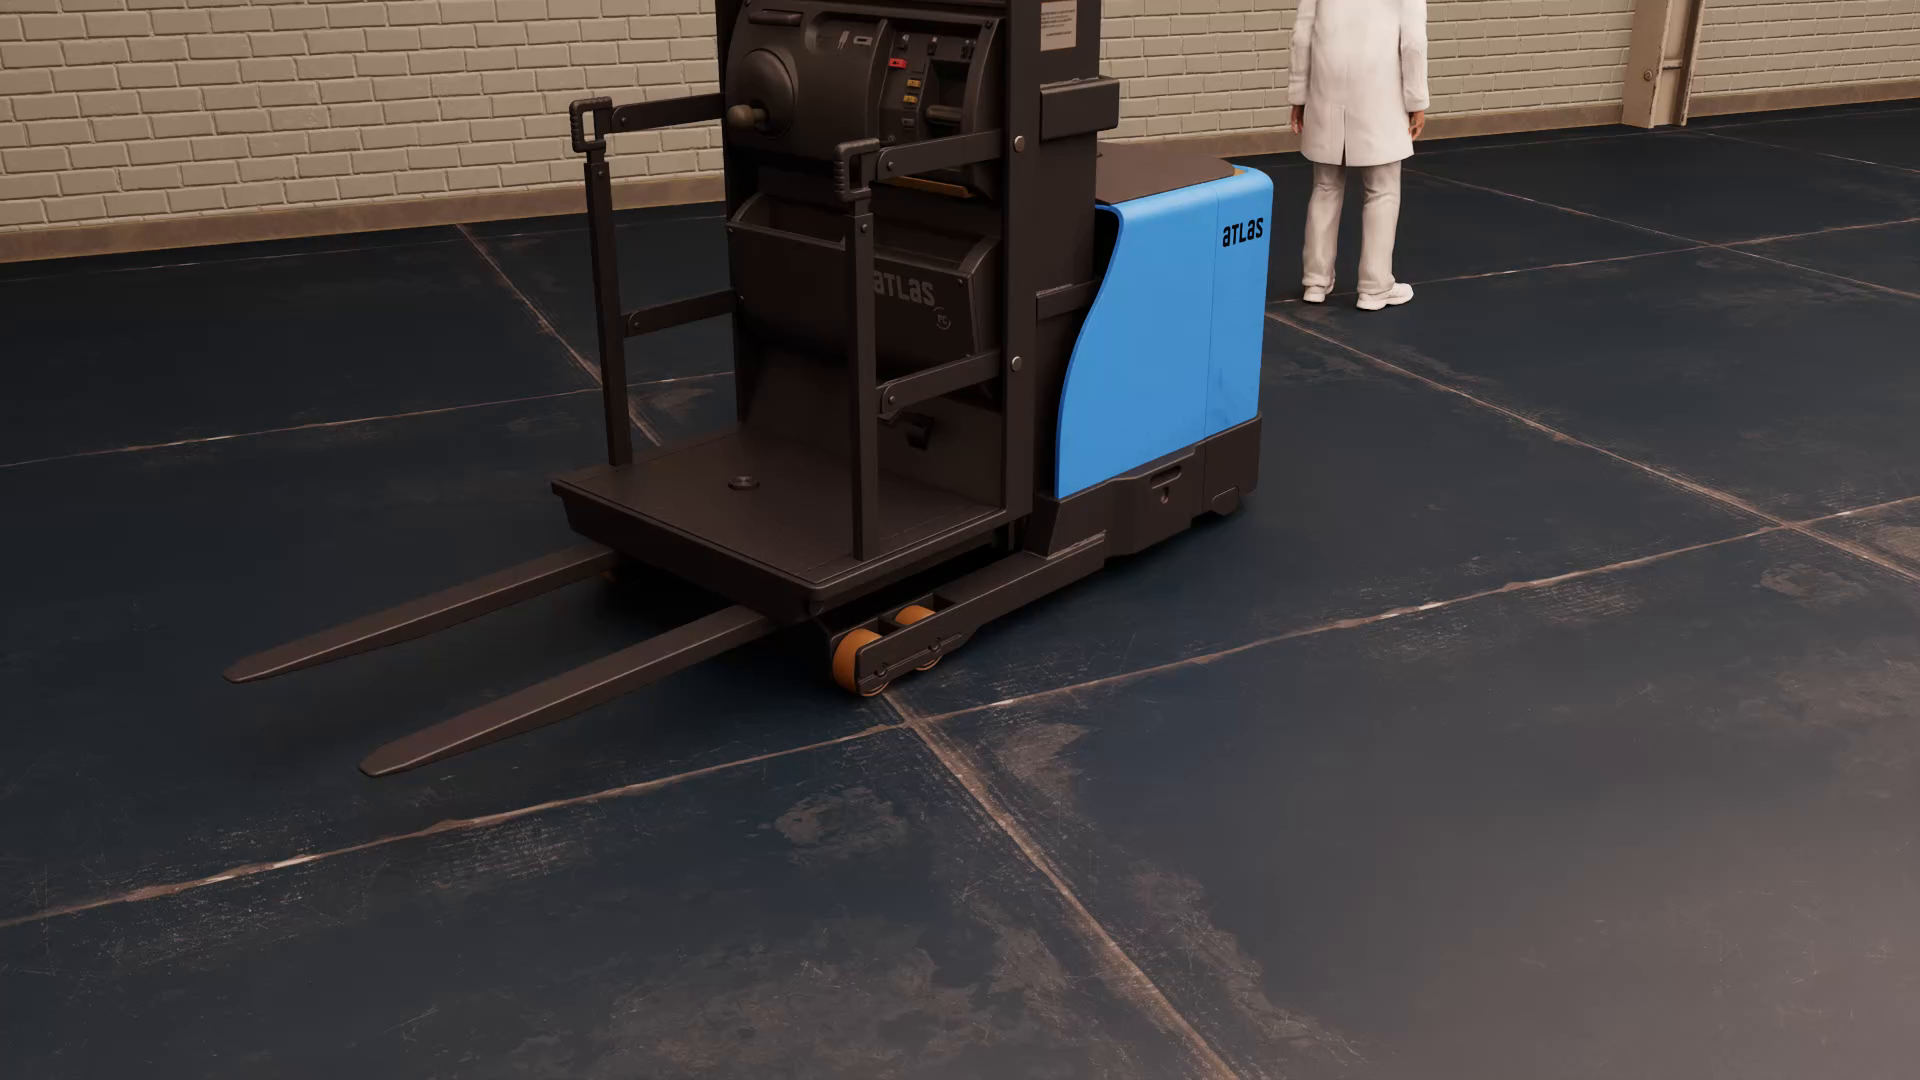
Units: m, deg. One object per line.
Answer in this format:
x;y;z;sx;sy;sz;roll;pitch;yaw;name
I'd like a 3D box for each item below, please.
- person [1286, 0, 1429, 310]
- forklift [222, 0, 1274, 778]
1.786;-1.953;7.498;0.650;1.773;0.436;12;25;27;person
-0.413;-1.182;4.131;1.130;2.935;3.031;19;29;39;forklift
